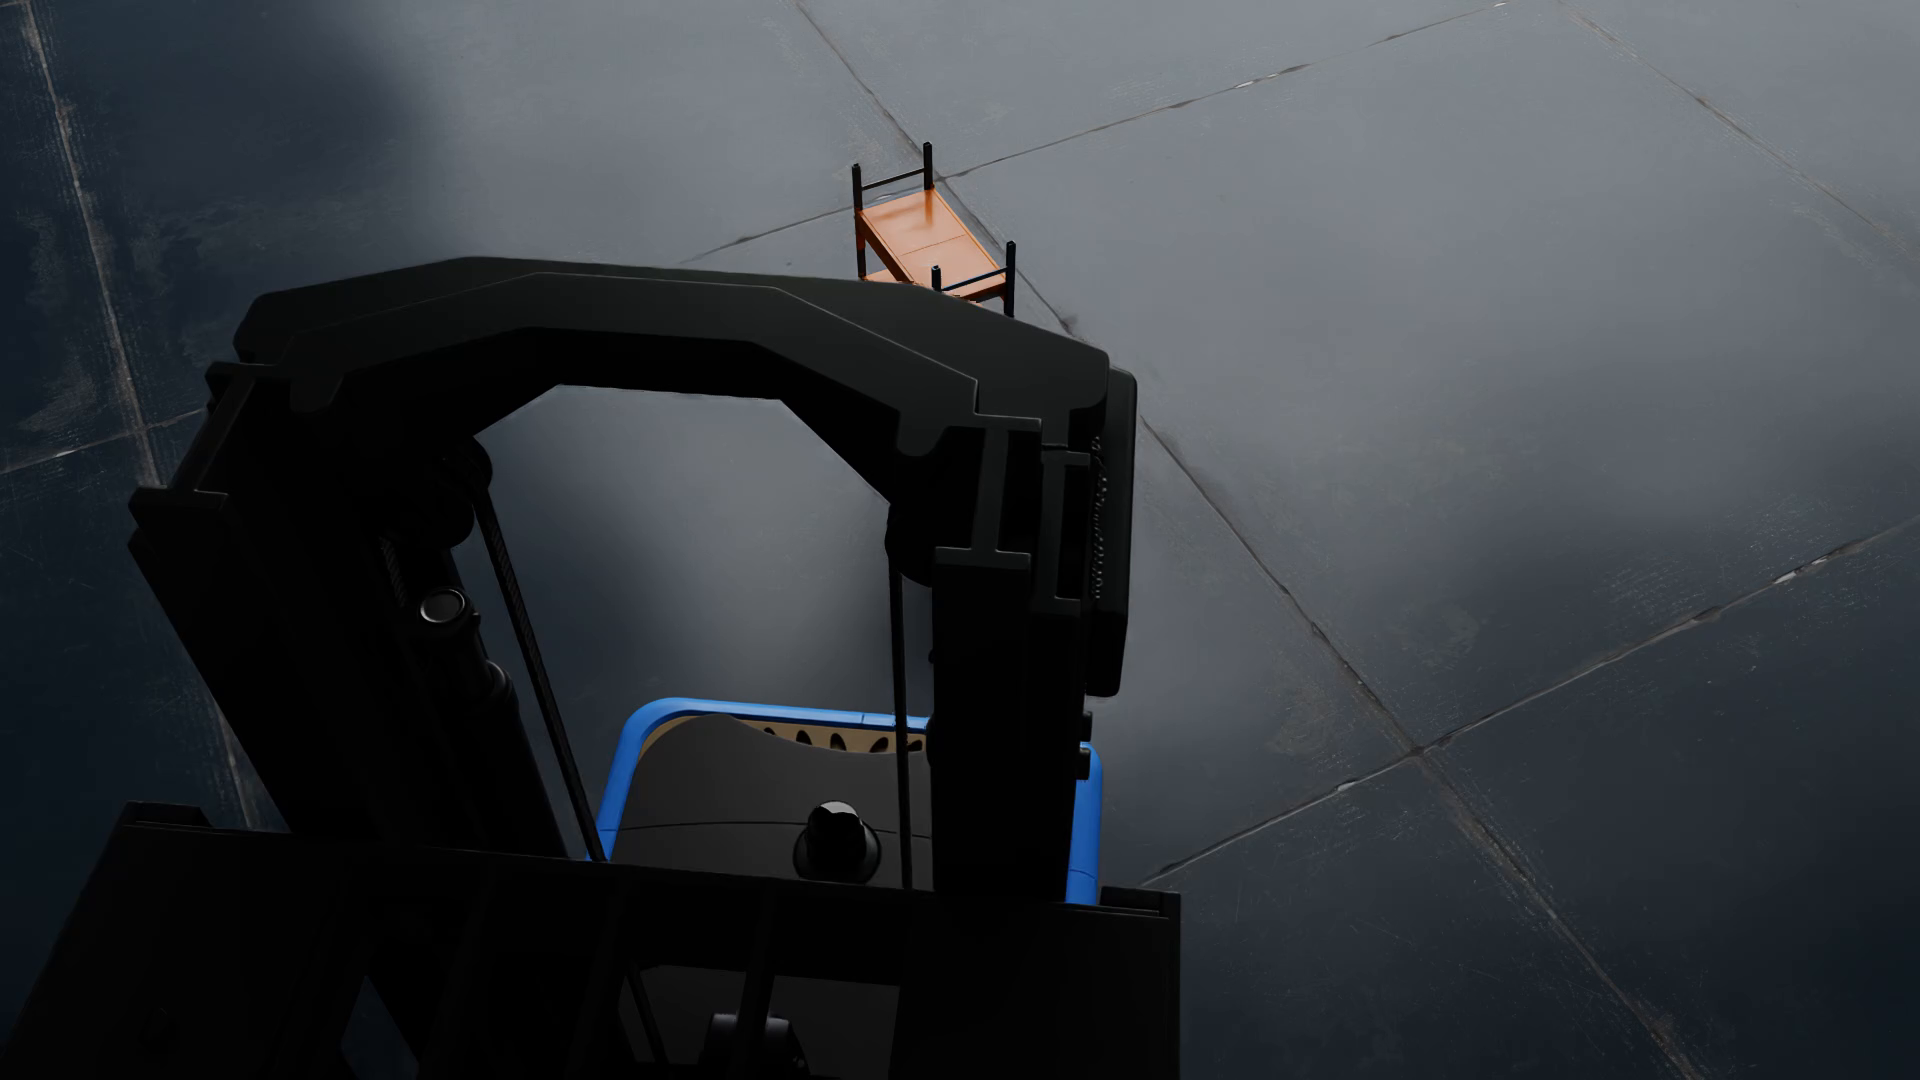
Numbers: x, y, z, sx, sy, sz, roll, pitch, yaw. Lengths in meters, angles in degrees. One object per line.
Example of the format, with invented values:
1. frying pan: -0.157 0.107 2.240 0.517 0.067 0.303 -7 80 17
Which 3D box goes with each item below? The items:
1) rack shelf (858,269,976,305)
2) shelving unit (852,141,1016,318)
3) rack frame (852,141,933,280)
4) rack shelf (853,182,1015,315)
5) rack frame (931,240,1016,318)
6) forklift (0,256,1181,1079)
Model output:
1. rack shelf: -0.076 -0.609 4.778 0.258 0.148 0.480 -21 52 -18
2. shelving unit: -0.076 -0.506 4.895 0.258 1.200 0.503 -21 52 -18
3. rack frame: -0.187 -0.669 5.038 0.240 1.200 0.015 -21 52 -18
4. rack shelf: -0.076 -0.765 4.599 0.258 0.148 0.480 -21 52 -18
5. rack frame: 0.036 -0.342 4.752 0.240 1.200 0.015 -21 52 -18
6. forklift: -0.350 1.212 2.242 1.130 2.935 3.031 4 49 4
